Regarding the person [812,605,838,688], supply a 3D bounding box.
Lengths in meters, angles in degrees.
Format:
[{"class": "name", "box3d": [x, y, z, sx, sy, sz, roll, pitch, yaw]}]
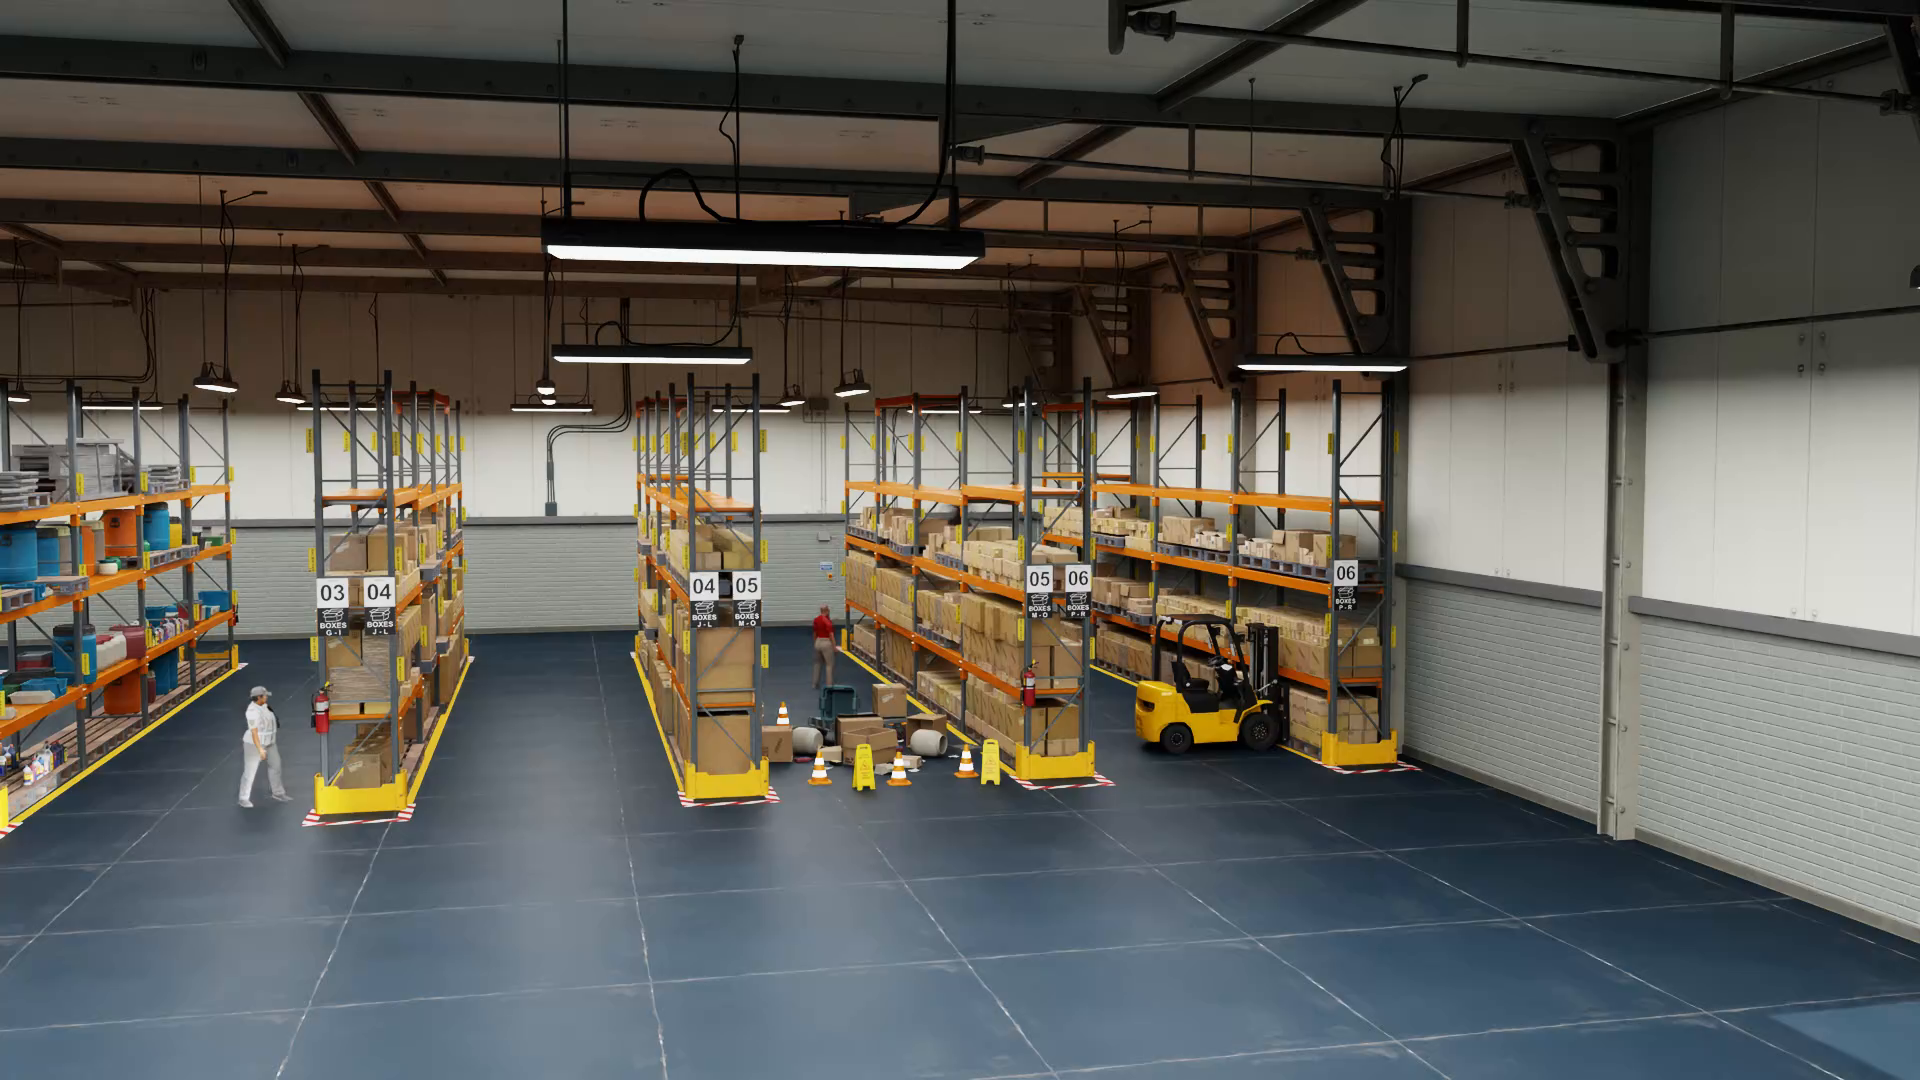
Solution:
[{"class": "person", "box3d": [-2.754, 2.193, 33.915, 0.612, 1.752, 0.412, 3, 5, 43]}]

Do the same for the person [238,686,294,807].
[{"class": "person", "box3d": [-9.671, 2.856, 23.078, 0.536, 1.691, 0.671, 1, 3, 12]}]
